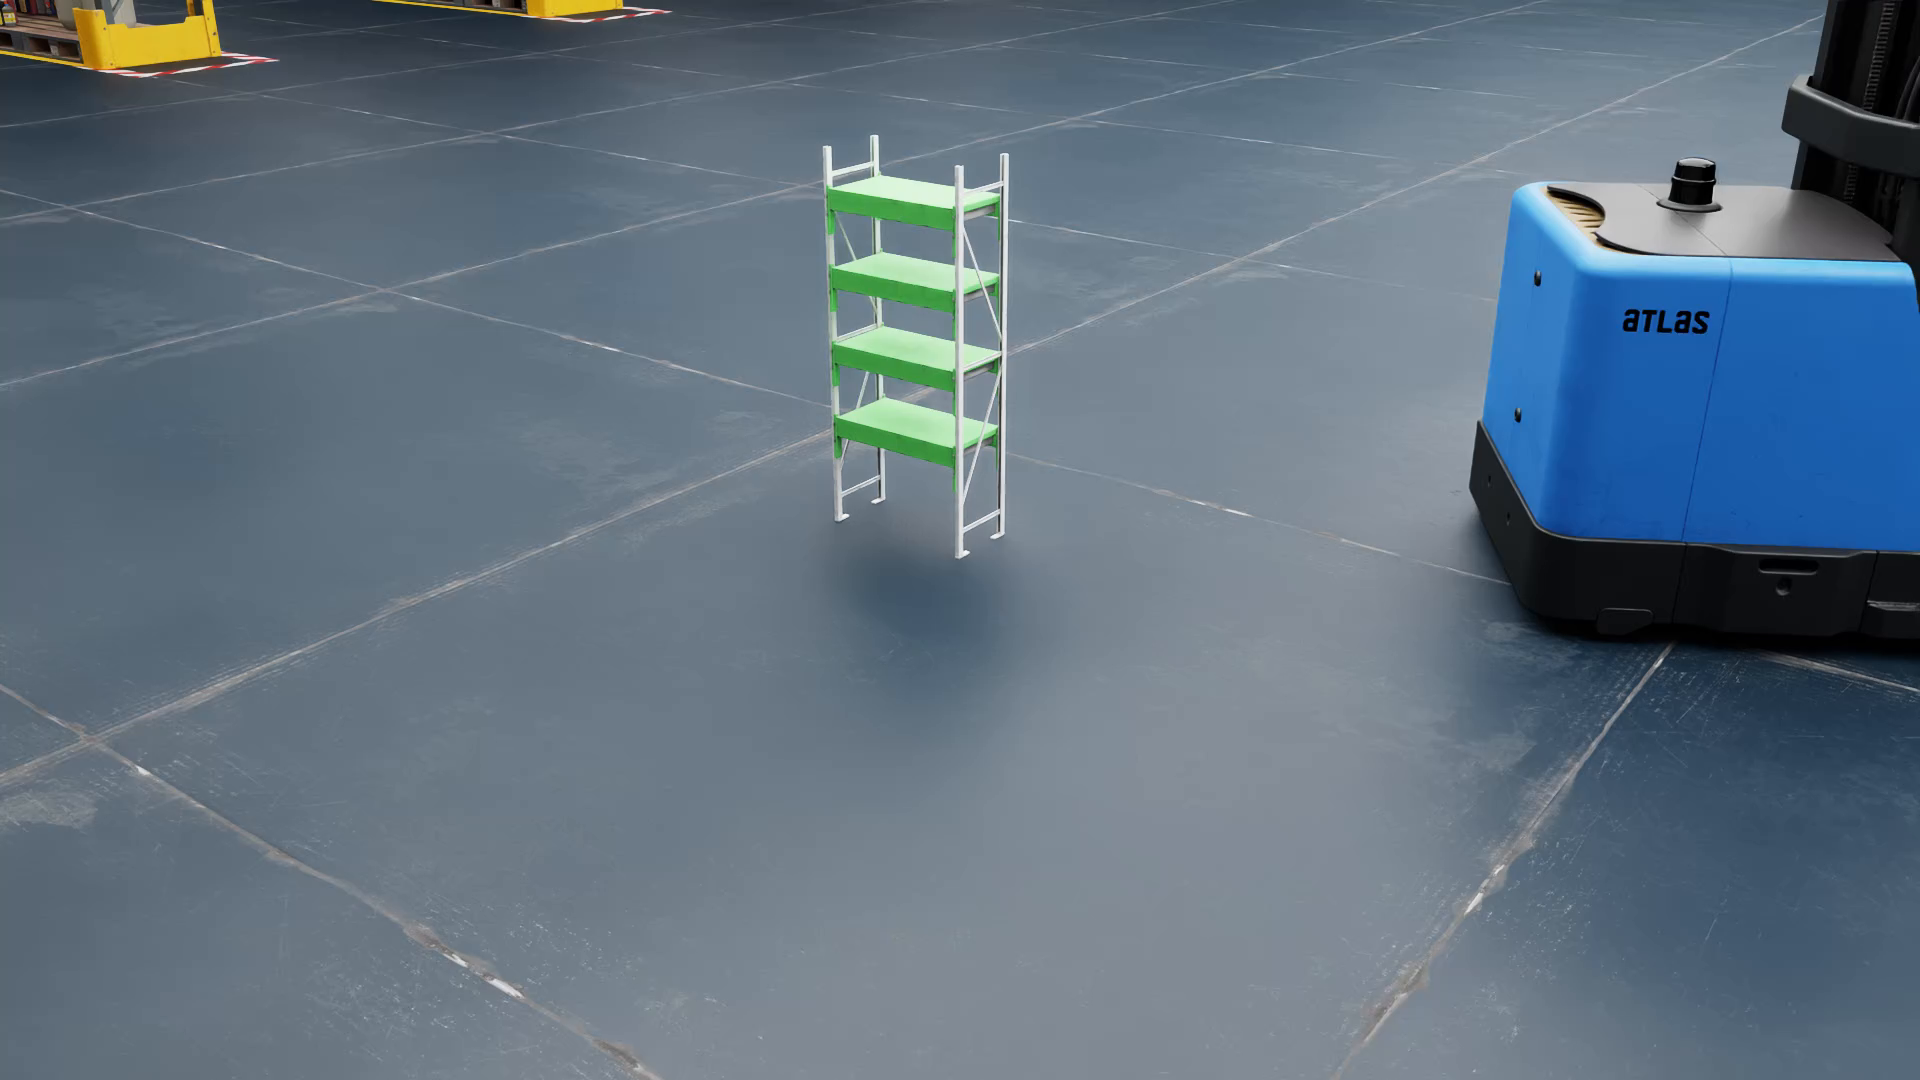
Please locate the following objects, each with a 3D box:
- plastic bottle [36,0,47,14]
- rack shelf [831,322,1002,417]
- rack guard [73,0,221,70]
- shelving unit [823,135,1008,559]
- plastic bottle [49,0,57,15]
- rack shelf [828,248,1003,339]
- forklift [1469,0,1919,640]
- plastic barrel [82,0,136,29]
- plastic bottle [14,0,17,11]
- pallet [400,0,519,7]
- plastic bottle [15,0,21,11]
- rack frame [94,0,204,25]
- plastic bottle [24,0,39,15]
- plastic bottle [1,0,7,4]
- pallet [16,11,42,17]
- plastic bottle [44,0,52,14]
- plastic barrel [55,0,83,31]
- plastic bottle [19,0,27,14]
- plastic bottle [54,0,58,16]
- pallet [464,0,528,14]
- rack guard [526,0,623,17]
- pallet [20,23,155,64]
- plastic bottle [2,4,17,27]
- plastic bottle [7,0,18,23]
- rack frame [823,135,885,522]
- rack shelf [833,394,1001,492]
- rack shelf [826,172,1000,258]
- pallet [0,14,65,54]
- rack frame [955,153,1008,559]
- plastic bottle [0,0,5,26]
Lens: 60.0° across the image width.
[{"bbox_3d":[-9.227,-5.431,16.688,0.135,0.276,0.152,17,29,34],"label":"plastic bottle"},{"bbox_3d":[-0.132,-0.531,5.125,0.480,0.148,0.258,17,29,33],"label":"rack shelf"},{"bbox_3d":[-7.343,-4.596,15.061,0.348,0.500,1.175,17,29,33],"label":"rack guard"},{"bbox_3d":[-0.132,-0.589,5.099,0.503,1.200,0.258,17,29,33],"label":"shelving unit"},{"bbox_3d":[-9.035,-5.384,16.589,0.097,0.271,0.097,0,24,0],"label":"plastic bottle"},{"bbox_3d":[-0.132,-0.750,5.028,0.480,0.148,0.258,17,29,33],"label":"rack shelf"},{"bbox_3d":[3.129,-1.207,4.354,3.031,2.935,1.130,2,24,6],"label":"forklift"},{"bbox_3d":[-7.827,-4.925,15.272,0.421,0.512,0.421,0,24,0],"label":"plastic barrel"},{"bbox_3d":[-9.682,-5.496,16.836,0.135,0.276,0.152,17,29,33],"label":"plastic bottle"},{"bbox_3d":[-5.945,-6.580,19.922,1.213,0.211,1.003,17,29,33],"label":"pallet"},{"bbox_3d":[-9.613,-5.584,16.943,0.185,0.351,0.144,15,28,31],"label":"plastic bottle"},{"bbox_3d":[-7.254,-5.737,14.550,0.127,3.000,1.000,17,29,33],"label":"rack frame"},{"bbox_3d":[-9.291,-5.400,16.609,0.133,0.283,0.061,17,29,33],"label":"plastic bottle"},{"bbox_3d":[-9.172,-5.064,15.855,0.135,0.276,0.152,17,29,34],"label":"plastic bottle"},{"bbox_3d":[-9.943,-5.252,16.908,1.213,0.211,1.003,17,29,33],"label":"pallet"},{"bbox_3d":[-9.116,-5.377,16.659,0.097,0.201,0.097,0,24,0],"label":"plastic bottle"},{"bbox_3d":[-8.228,-5.046,15.547,0.421,0.512,0.421,0,24,0],"label":"plastic barrel"},{"bbox_3d":[-9.396,-5.436,16.690,0.133,0.283,0.061,17,29,33],"label":"plastic bottle"},{"bbox_3d":[-8.952,-5.327,16.546,0.097,0.201,0.097,0,24,0],"label":"plastic bottle"},{"bbox_3d":[-4.973,-6.285,19.252,1.213,0.211,1.003,17,29,33],"label":"pallet"},{"bbox_3d":[-4.345,-6.209,18.722,0.348,0.500,1.175,17,29,33],"label":"rack guard"},{"bbox_3d":[-7.990,-4.662,15.569,1.213,0.211,1.003,17,29,33],"label":"pallet"},{"bbox_3d":[-8.987,-4.960,15.712,0.097,0.201,0.097,0,24,0],"label":"plastic bottle"},{"bbox_3d":[-9.109,-5.102,15.932,0.133,0.283,0.061,17,29,33],"label":"plastic bottle"},{"bbox_3d":[-0.328,-0.648,5.233,0.015,1.200,0.240,17,29,33],"label":"rack frame"},{"bbox_3d":[-0.132,-0.311,5.221,0.480,0.148,0.258,17,29,33],"label":"rack shelf"},{"bbox_3d":[-0.132,-0.970,4.931,0.480,0.148,0.258,17,29,33],"label":"rack shelf"},{"bbox_3d":[-8.962,-4.957,16.239,1.213,0.211,1.003,17,29,33],"label":"pallet"},{"bbox_3d":[0.063,-0.530,4.965,0.015,1.200,0.240,17,29,33],"label":"rack frame"},{"bbox_3d":[-9.091,-5.020,15.746,0.133,0.283,0.061,18,29,35],"label":"plastic bottle"}]
